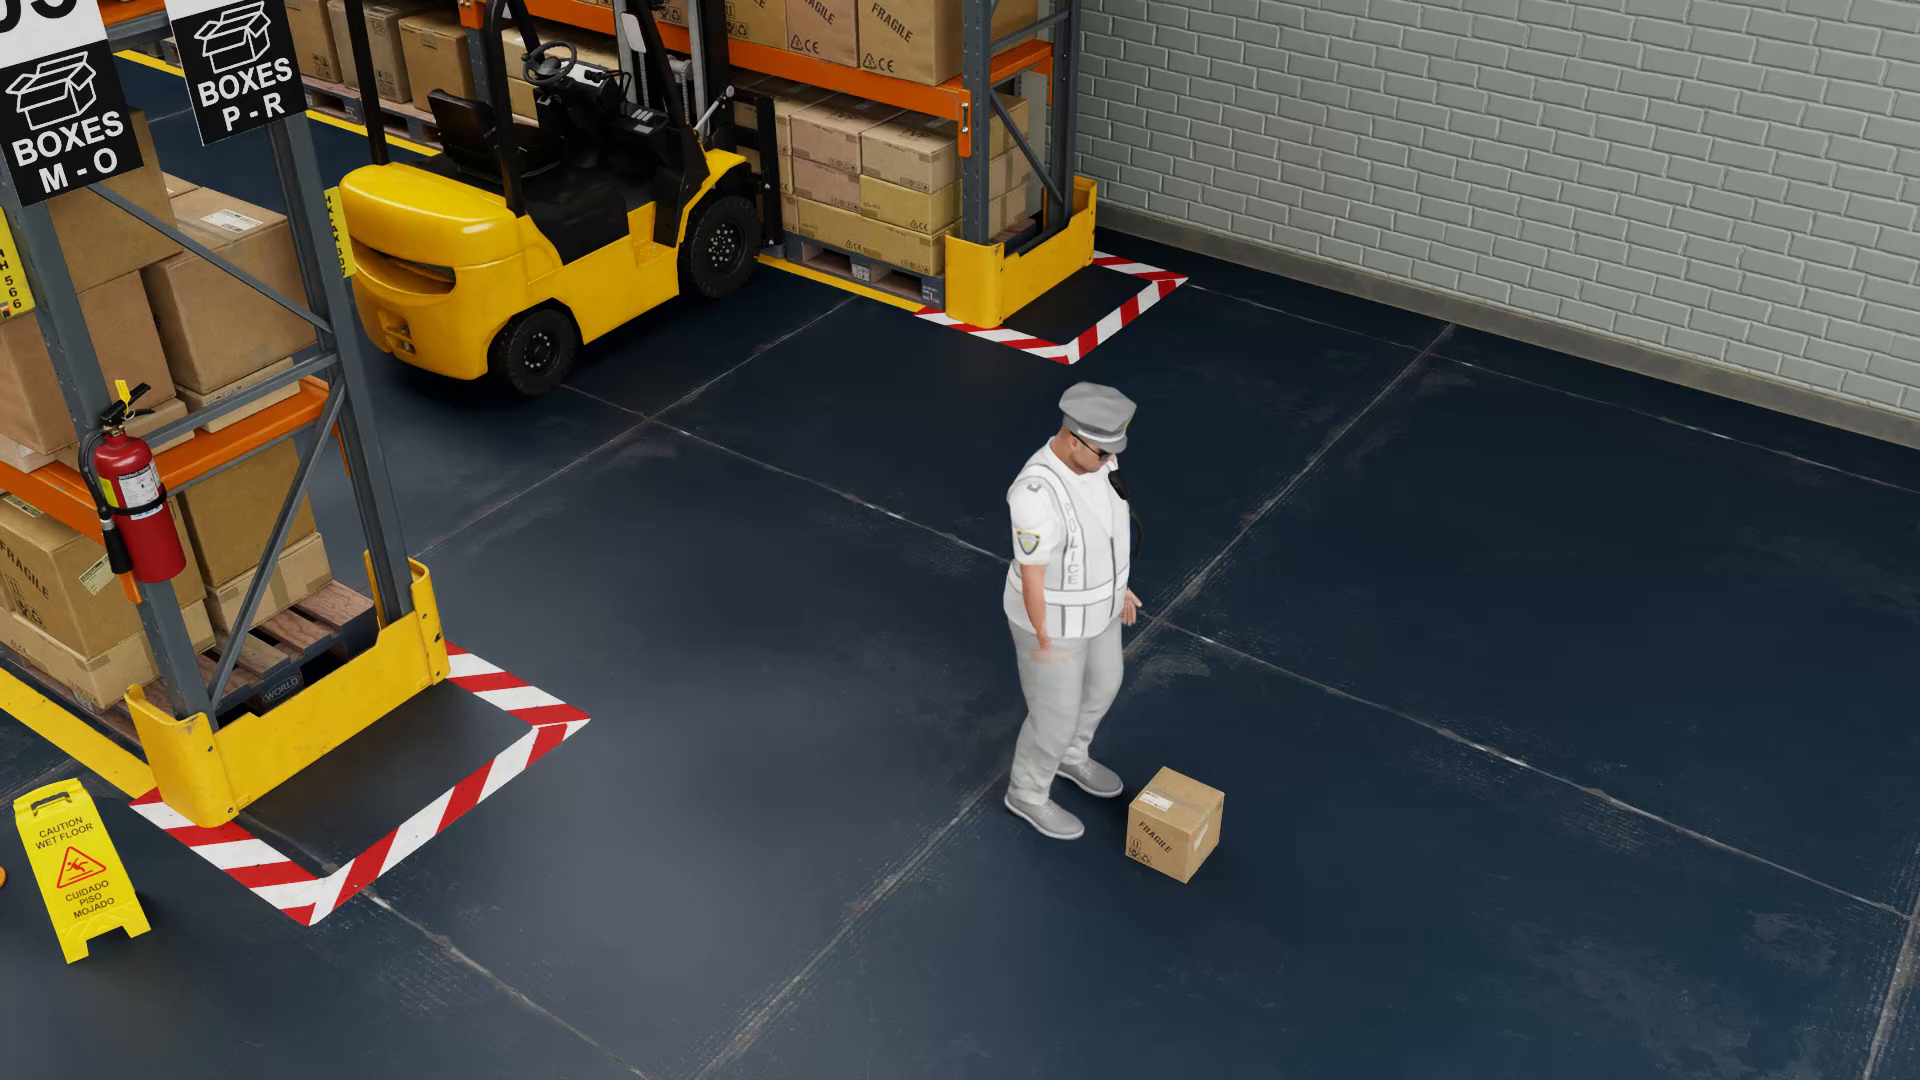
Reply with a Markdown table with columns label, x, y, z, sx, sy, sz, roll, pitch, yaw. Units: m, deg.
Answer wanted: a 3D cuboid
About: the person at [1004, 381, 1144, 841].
| label | x | y | z | sx | sy | sz | roll | pitch | yaw |
| --- | --- | --- | --- | --- | --- | --- | --- | --- | --- |
| person | 0.386 | 0.241 | 5.812 | 0.388 | 1.738 | 0.535 | 22 | 40 | 29 |
